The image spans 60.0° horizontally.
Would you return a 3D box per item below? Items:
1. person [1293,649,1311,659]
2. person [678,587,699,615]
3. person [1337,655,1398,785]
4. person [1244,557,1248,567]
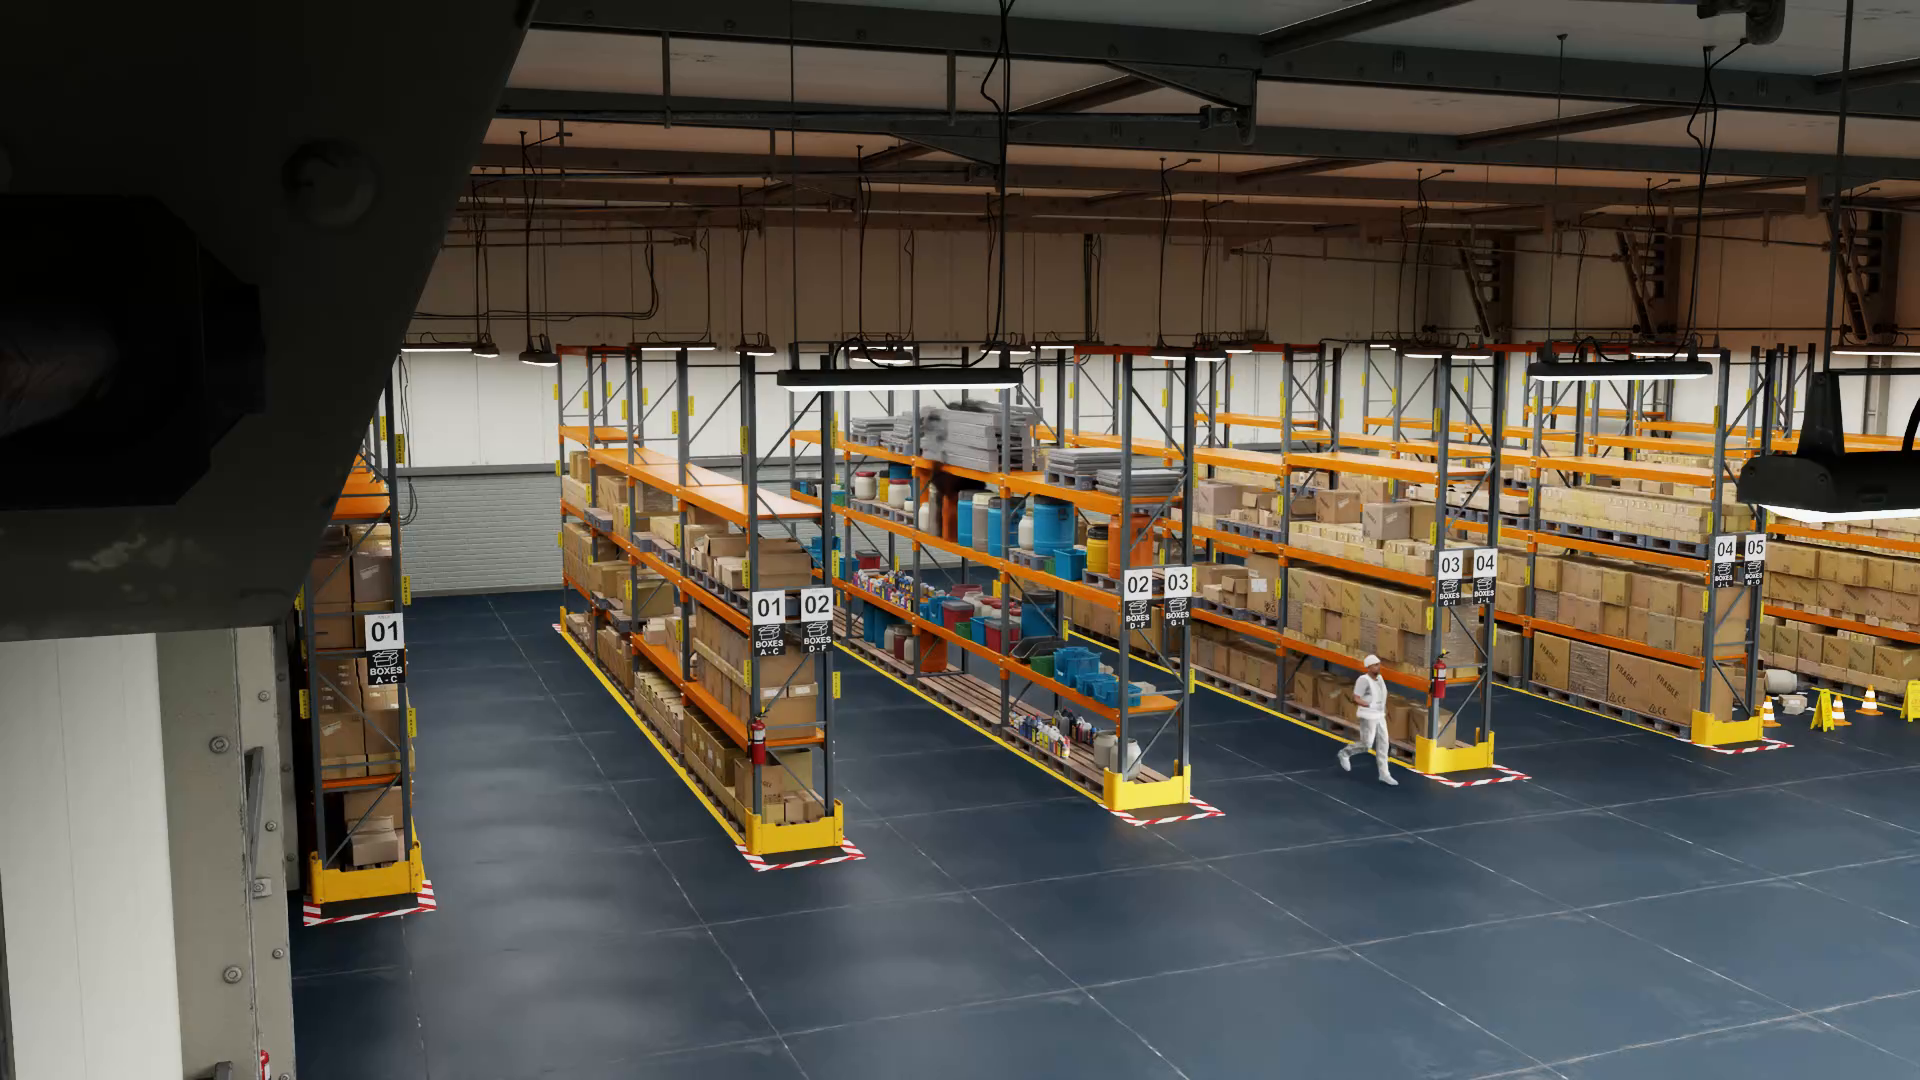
[{"bbox_3d":[6.642,1.411,31.897,0.673,1.751,0.656,-3,8,-22],"label":"person"},{"bbox_3d":[-5.580,1.119,34.513,0.629,1.735,0.874,-4,8,-30],"label":"person"},{"bbox_3d":[5.768,2.491,23.318,0.727,1.775,0.967,-7,10,-44],"label":"person"},{"bbox_3d":[7.206,0.312,41.122,0.615,1.676,0.534,-4,8,-30],"label":"person"}]
